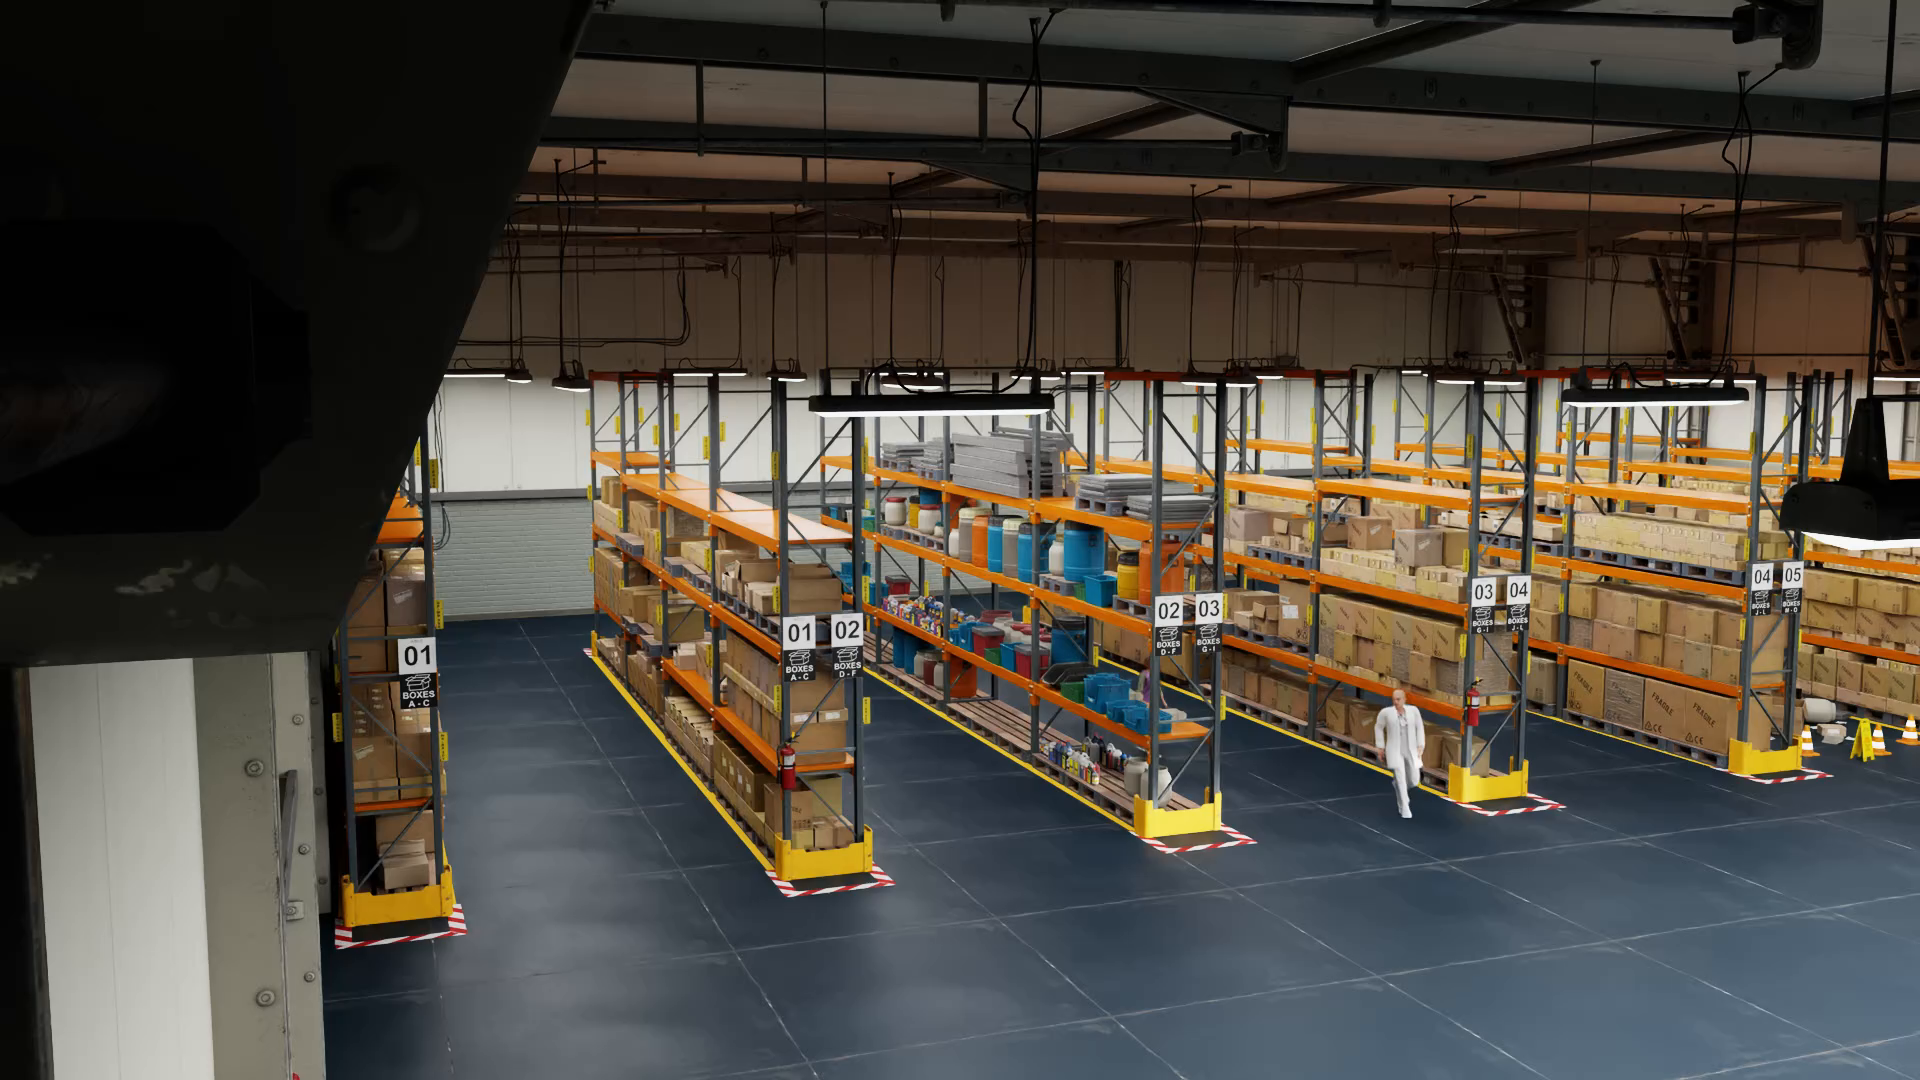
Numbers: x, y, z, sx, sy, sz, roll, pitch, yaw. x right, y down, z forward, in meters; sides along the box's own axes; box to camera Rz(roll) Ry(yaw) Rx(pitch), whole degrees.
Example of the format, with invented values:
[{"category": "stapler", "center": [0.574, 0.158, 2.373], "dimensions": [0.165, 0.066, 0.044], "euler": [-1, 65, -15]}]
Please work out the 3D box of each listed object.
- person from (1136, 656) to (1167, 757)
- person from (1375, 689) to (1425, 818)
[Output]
[{"category": "person", "center": [3.024, 2.632, 26.321], "dimensions": [0.649, 1.555, 0.514], "euler": [6, 9, 41]}, {"category": "person", "center": [6.069, 2.911, 22.971], "dimensions": [0.634, 1.753, 0.738], "euler": [0, 6, -4]}]
